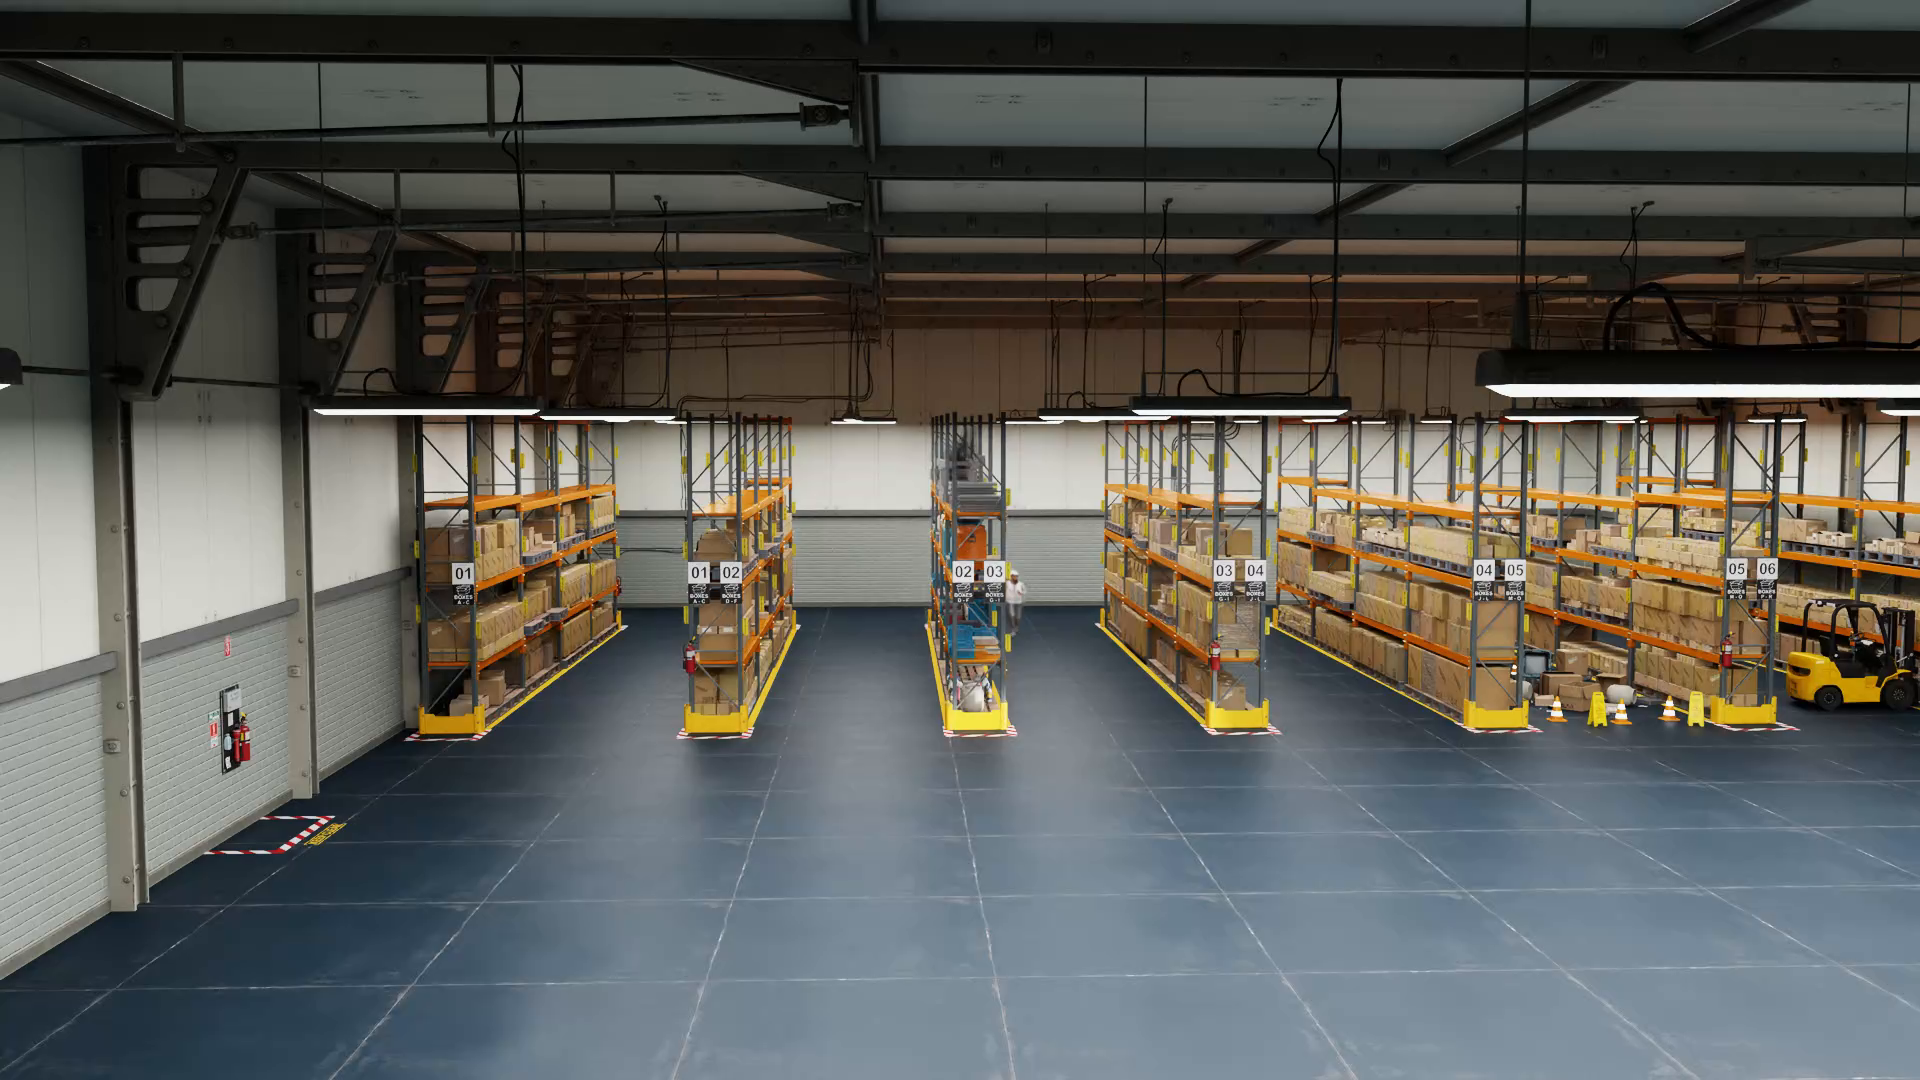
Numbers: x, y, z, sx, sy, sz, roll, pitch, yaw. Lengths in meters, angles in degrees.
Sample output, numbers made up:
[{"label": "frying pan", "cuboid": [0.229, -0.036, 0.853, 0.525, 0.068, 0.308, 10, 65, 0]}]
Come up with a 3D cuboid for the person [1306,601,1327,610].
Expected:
[{"label": "person", "cuboid": [10.387, 1.577, 48.799, 0.635, 1.631, 0.875, -3, 5, -42]}]

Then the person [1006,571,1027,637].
[{"label": "person", "cuboid": [1.495, 1.721, 45.492, 0.658, 1.756, 0.971, 0, 4, -6]}]
